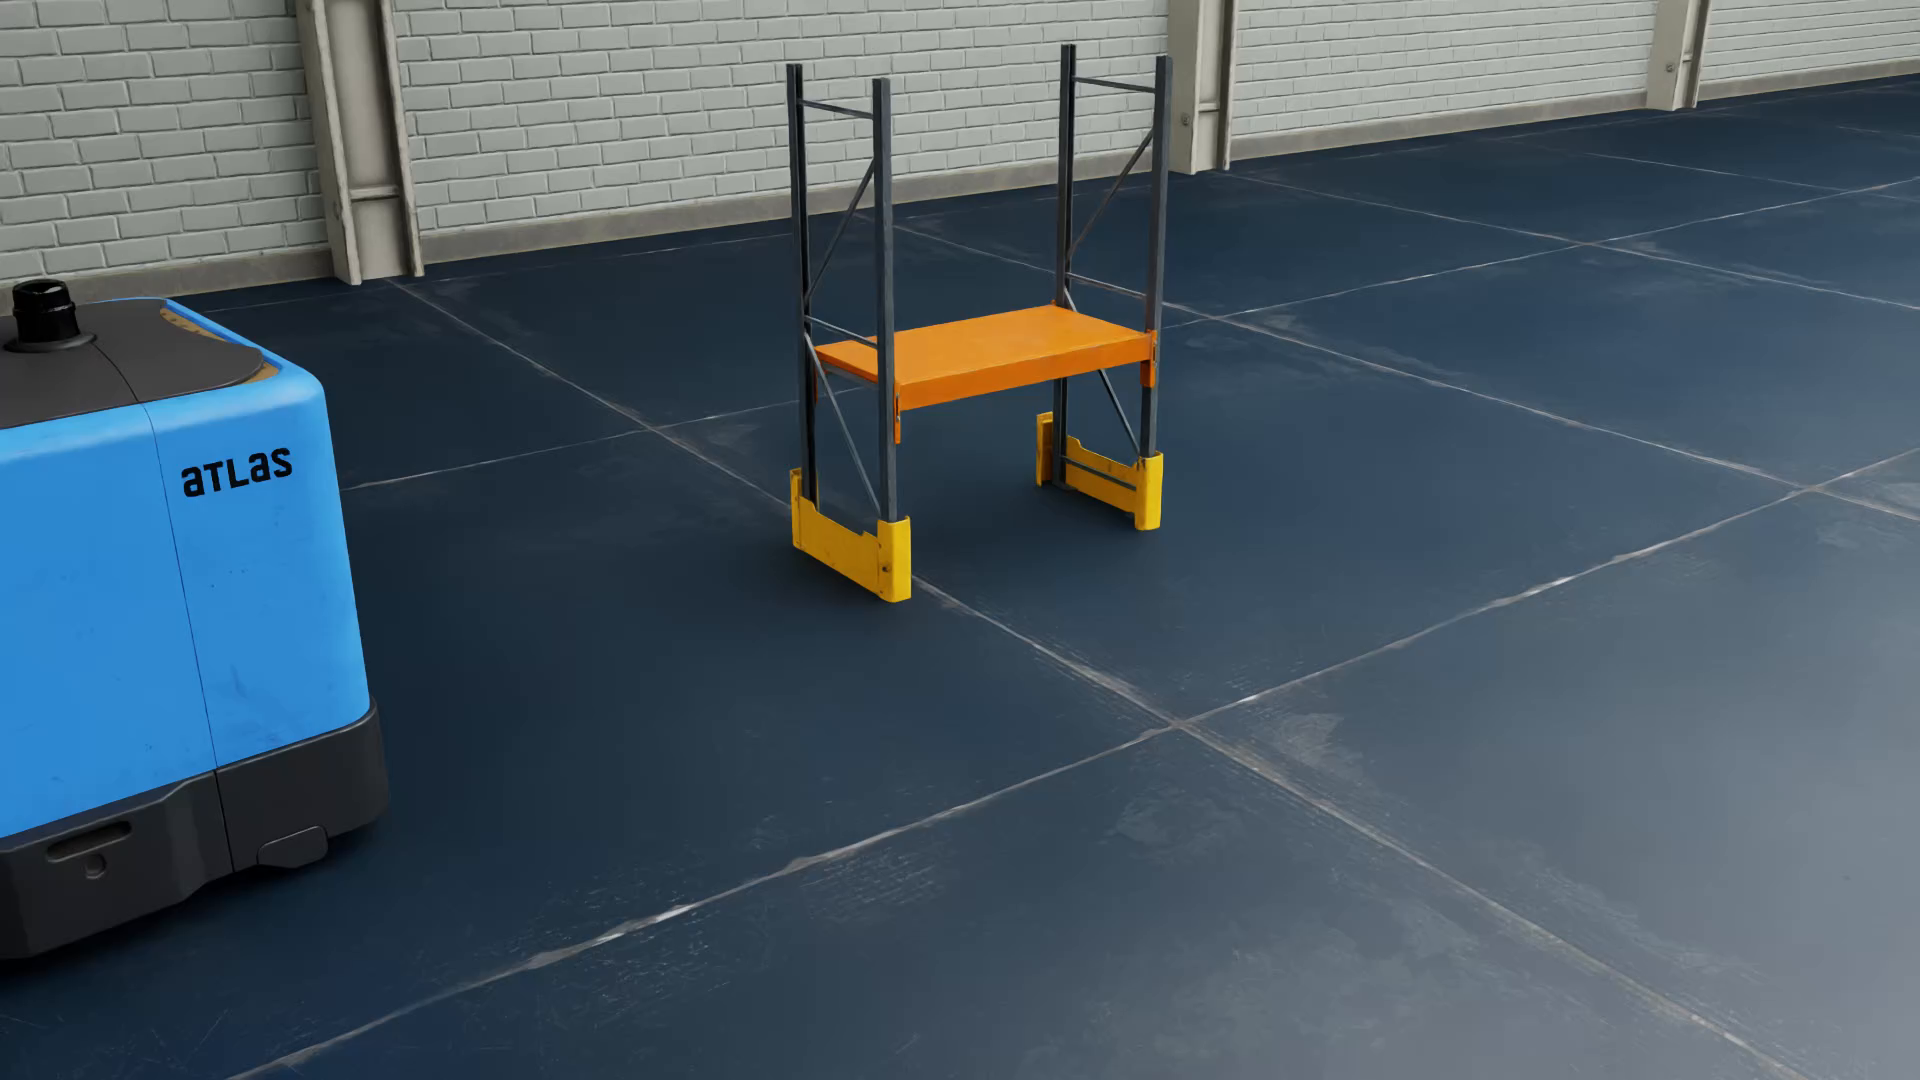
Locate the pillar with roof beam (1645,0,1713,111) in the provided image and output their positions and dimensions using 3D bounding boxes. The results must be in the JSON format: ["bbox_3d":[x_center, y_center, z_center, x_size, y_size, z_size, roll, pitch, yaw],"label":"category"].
[{"bbox_3d":[9.119,-6.911,10.574,0.400,9.000,9.100,-15,26,-33],"label":"pillar with roof beam"}]

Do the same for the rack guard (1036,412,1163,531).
[{"bbox_3d":[0.466,-0.240,5.662,0.087,0.250,0.587,-15,26,-33],"label":"rack guard"}]

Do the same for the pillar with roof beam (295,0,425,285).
[{"bbox_3d":[-0.622,-4.314,4.065,0.400,9.000,9.100,-15,26,-33],"label":"pillar with roof beam"}]

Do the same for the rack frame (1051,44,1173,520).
[{"bbox_3d":[0.482,-0.825,5.440,0.032,1.500,0.500,-15,26,-33],"label":"rack frame"}]

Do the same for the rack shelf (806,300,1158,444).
[{"bbox_3d":[0.069,-0.548,5.231,1.000,0.185,0.538,-15,26,-33],"label":"rack shelf"}]

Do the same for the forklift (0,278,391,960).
[{"bbox_3d":[-2.708,-0.465,2.607,3.031,2.935,1.130,-18,28,-38],"label":"forklift"}]

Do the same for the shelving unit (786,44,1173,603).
[{"bbox_3d":[0.062,-0.713,5.160,1.083,1.500,0.587,-15,26,-33],"label":"shelving unit"}]

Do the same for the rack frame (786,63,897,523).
[{"bbox_3d":[-0.343,-0.605,4.889,0.032,1.500,0.500,-15,26,-33],"label":"rack frame"}]

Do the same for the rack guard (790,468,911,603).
[{"bbox_3d":[-0.342,-0.025,5.121,0.087,0.250,0.587,-15,26,-33],"label":"rack guard"}]

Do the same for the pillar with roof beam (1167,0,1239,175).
[{"bbox_3d":[4.249,-5.612,7.320,0.400,9.000,9.100,-15,26,-33],"label":"pillar with roof beam"}]
